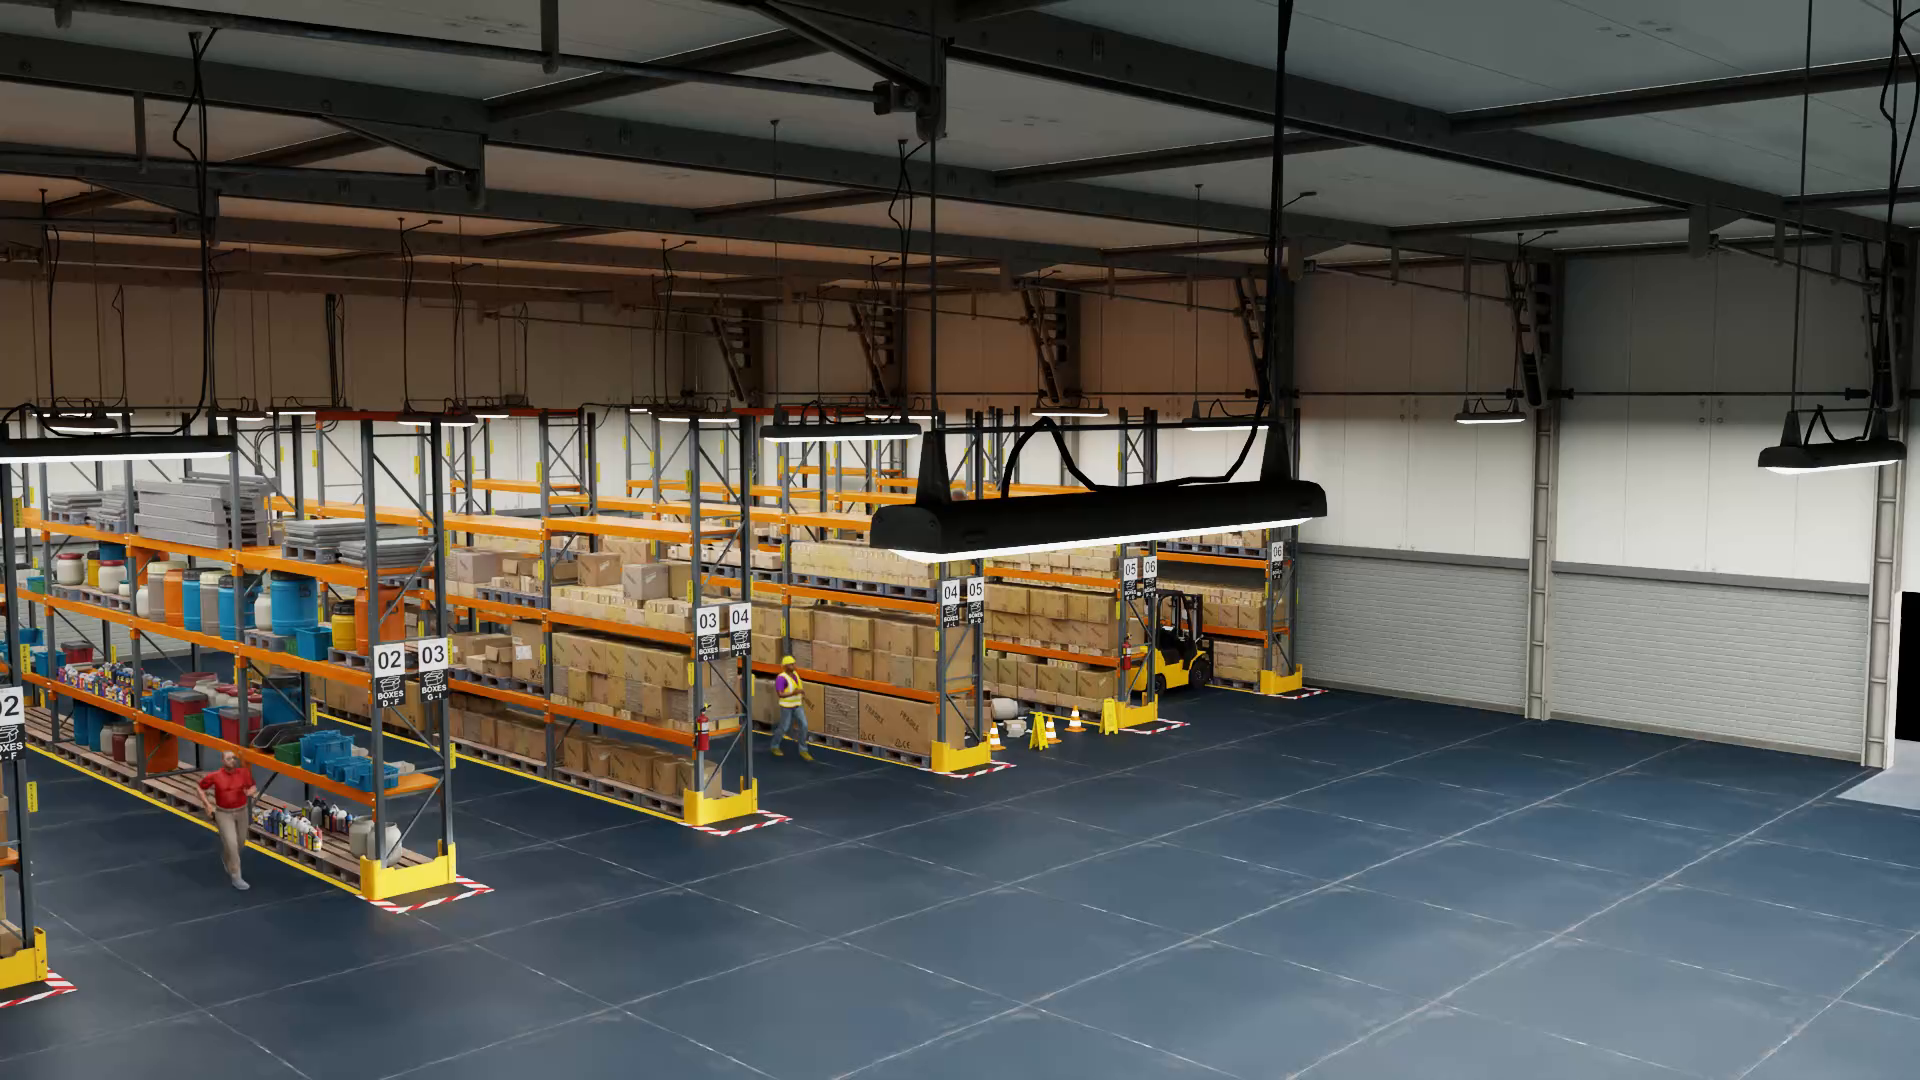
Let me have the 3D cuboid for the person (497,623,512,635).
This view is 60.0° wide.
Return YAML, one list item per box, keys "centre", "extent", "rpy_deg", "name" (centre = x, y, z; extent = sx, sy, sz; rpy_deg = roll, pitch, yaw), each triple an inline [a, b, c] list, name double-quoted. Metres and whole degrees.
- centre: [-11.273, 1.808, 41.374]
  extent: [0.610, 1.744, 0.652]
  rpy_deg: [-5, 7, -42]
  name: "person"

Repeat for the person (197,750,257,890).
- centre: [-9.382, 3.555, 21.414]
  extent: [0.989, 1.711, 0.662]
  rpy_deg: [4, 7, 41]
  name: "person"

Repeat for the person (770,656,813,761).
- centre: [-2.932, 2.902, 28.684]
  extent: [0.796, 1.820, 0.692]
  rpy_deg: [4, 6, 39]
  name: "person"

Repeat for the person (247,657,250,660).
- centre: [-15.695, 2.333, 36.669]
  extent: [0.640, 1.471, 0.520]
  rpy_deg: [-2, 6, -24]
  name: "person"
